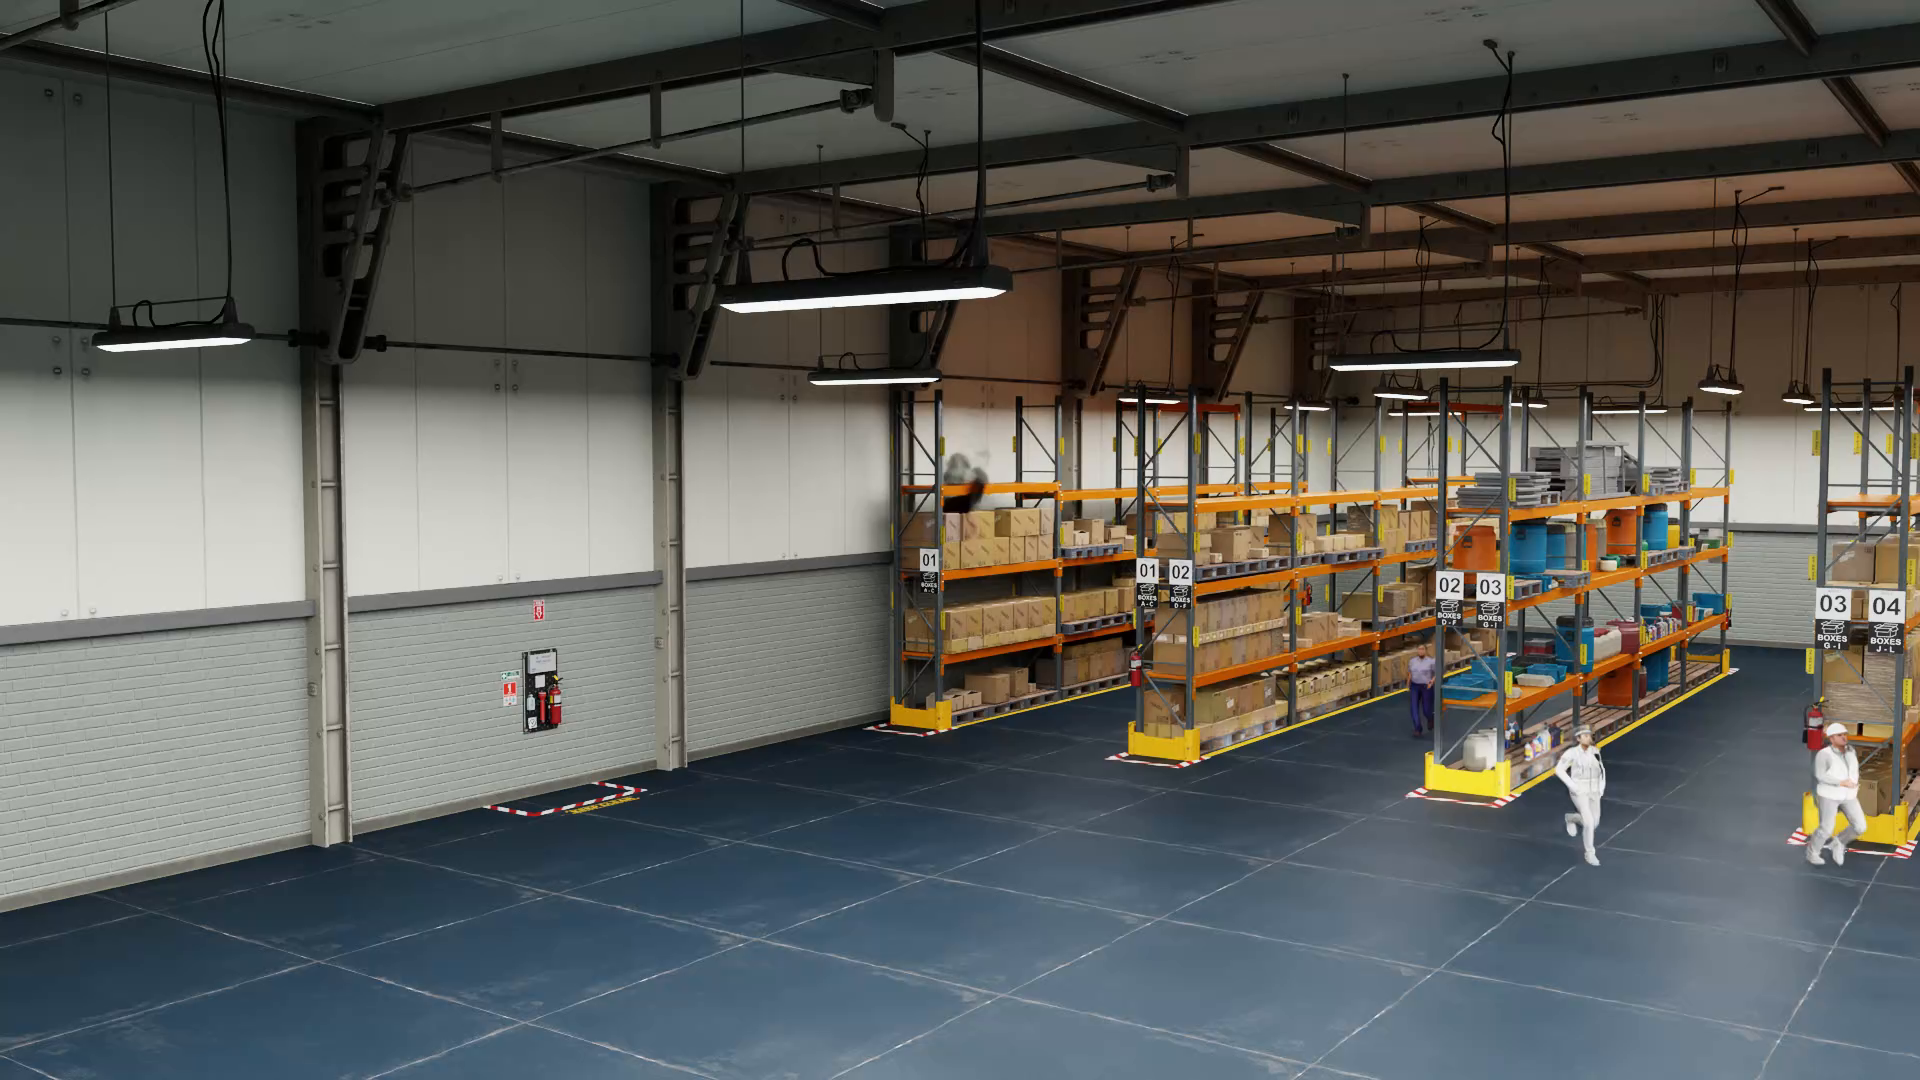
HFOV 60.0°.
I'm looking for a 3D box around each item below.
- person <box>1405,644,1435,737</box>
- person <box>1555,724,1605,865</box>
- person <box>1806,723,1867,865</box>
[{"bbox_3d":[7.981,2.586,28.744,0.605,1.593,0.578,2,4,29],"label":"person"},{"bbox_3d":[7.557,3.061,20.198,0.624,1.675,0.719,-1,3,-16],"label":"person"},{"bbox_3d":[10.378,3.012,19.618,0.675,1.727,0.808,0,3,-7],"label":"person"}]
